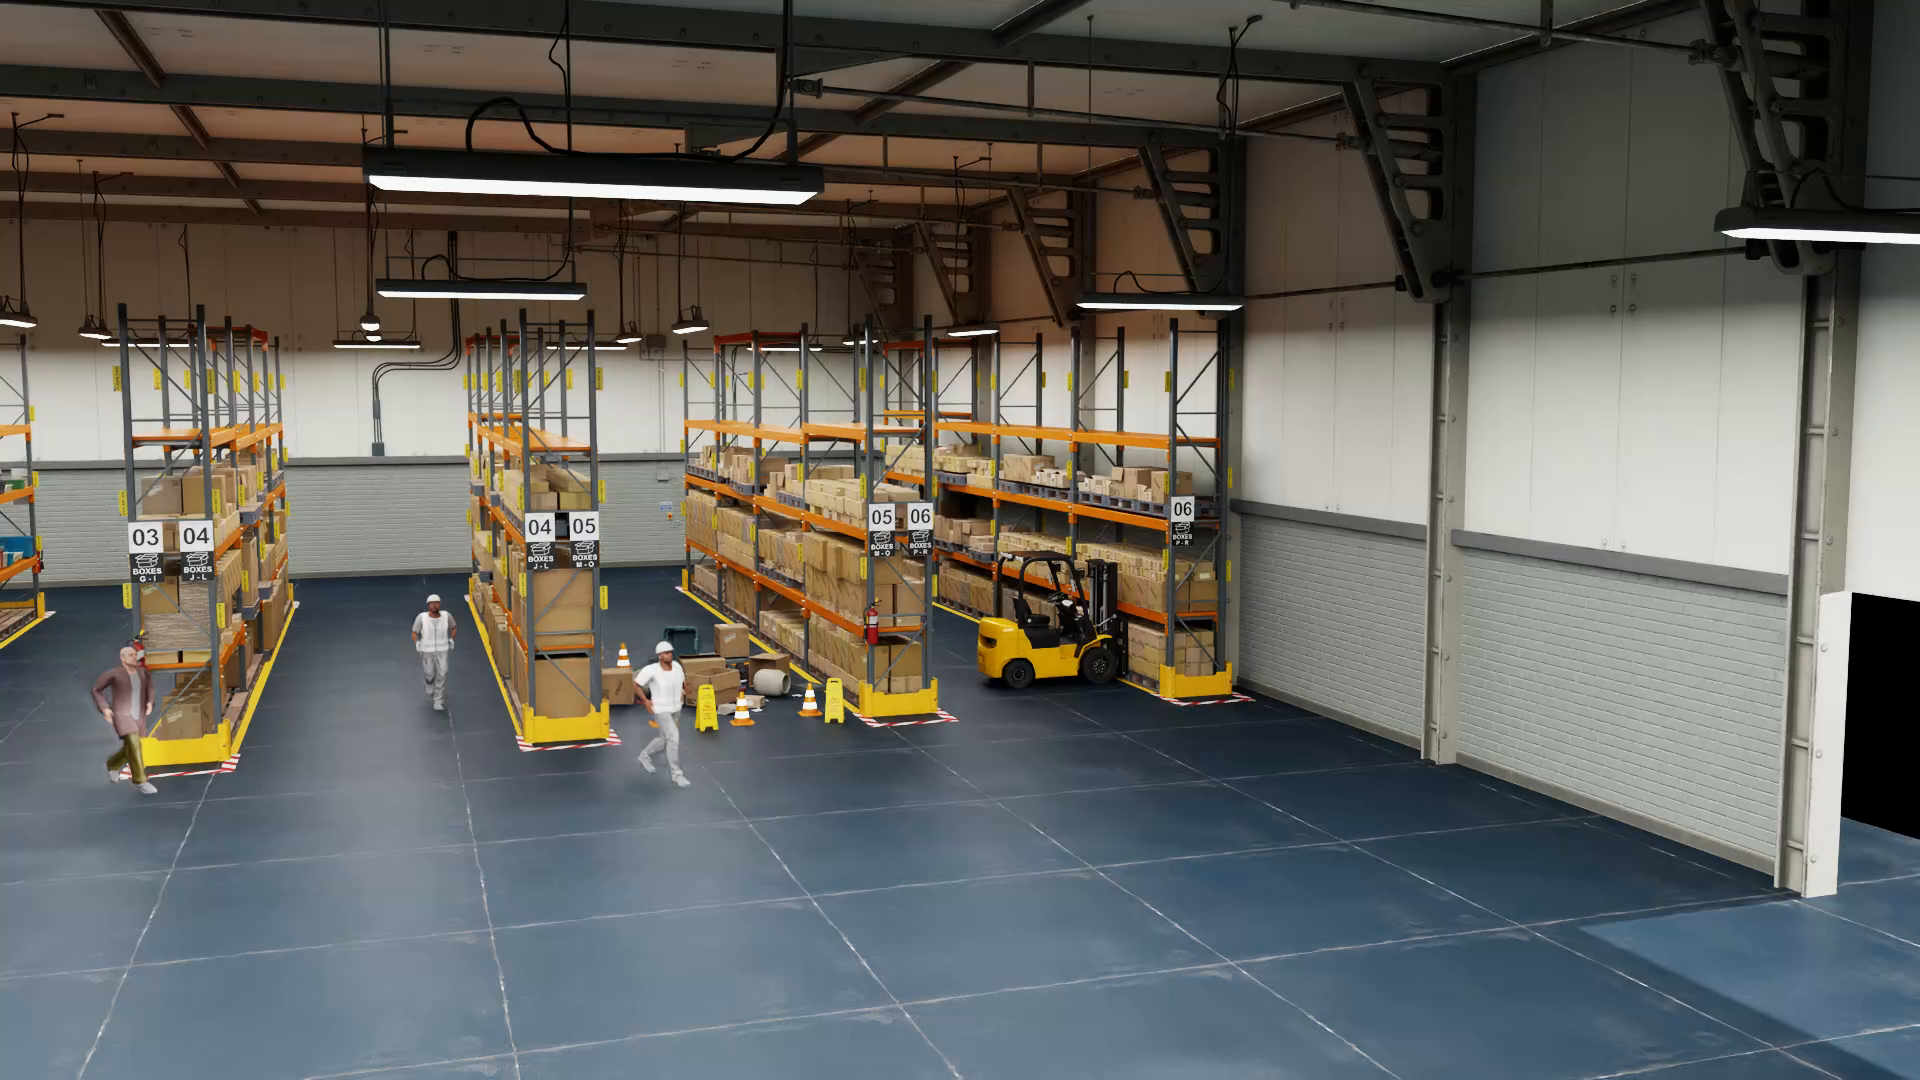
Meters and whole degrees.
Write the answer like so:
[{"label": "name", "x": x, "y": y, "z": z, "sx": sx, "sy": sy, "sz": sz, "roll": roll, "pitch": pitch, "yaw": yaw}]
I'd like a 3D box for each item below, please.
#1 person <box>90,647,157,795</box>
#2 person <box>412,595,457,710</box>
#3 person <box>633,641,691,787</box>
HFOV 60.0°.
[{"label": "person", "x": -10.215, "y": 2.198, "z": 20.448, "sx": 0.998, "sy": 1.756, "sz": 0.712, "roll": 3, "pitch": 6, "yaw": 28}, {"label": "person", "x": -8.084, "y": 1.709, "z": 25.631, "sx": 0.685, "sy": 1.754, "sz": 0.772, "roll": -2, "pitch": 6, "yaw": -22}, {"label": "person", "x": -3.688, "y": 2.145, "z": 20.843, "sx": 0.916, "sy": 1.782, "sz": 0.681, "roll": 4, "pitch": 7, "yaw": 34}]
